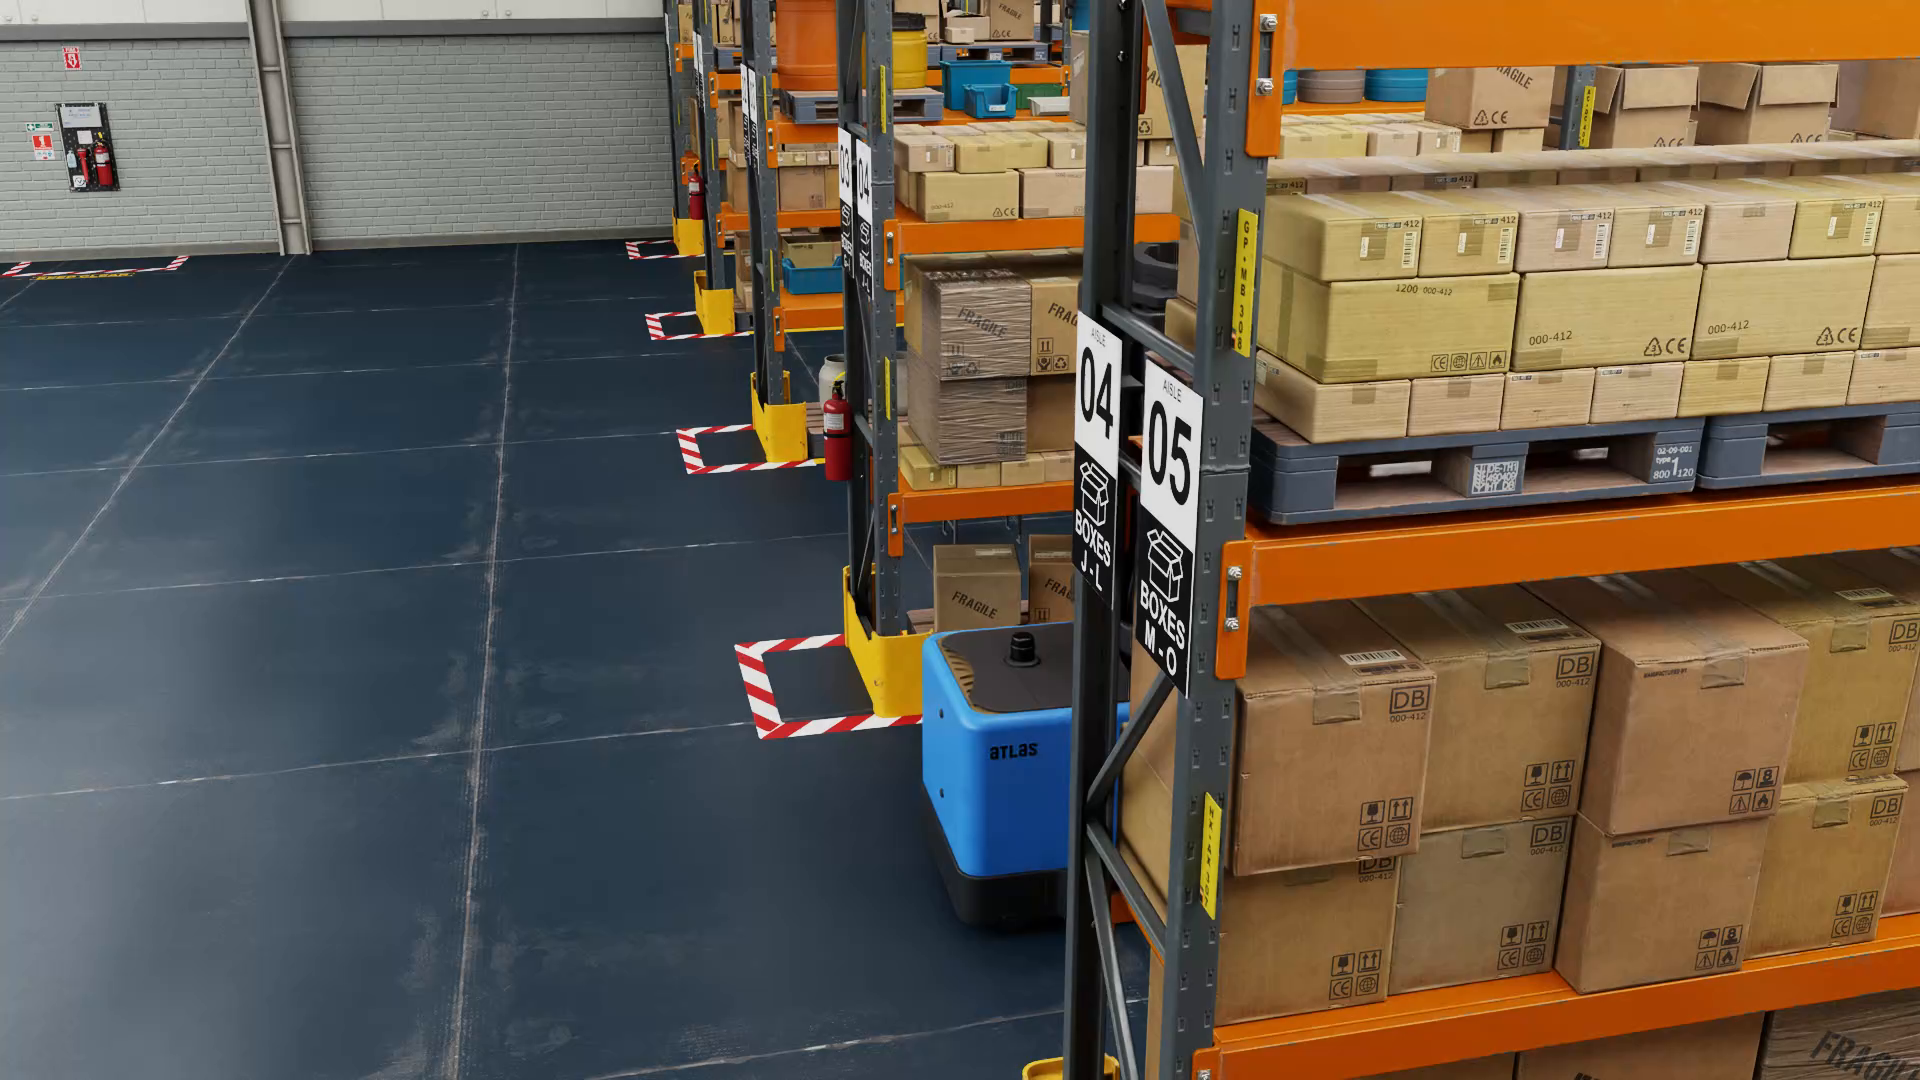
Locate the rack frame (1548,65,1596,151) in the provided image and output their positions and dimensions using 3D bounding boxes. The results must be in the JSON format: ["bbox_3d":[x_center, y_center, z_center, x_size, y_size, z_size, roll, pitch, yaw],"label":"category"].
[{"bbox_3d":[3.379,-3.721,9.388,0.127,3.000,1.000,-5,21,-12],"label":"rack frame"}]

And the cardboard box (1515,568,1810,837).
[{"bbox_3d":[1.990,0.414,5.035,0.550,0.550,0.875,-5,21,-12],"label":"cardboard box"}]

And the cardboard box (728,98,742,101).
[{"bbox_3d":[-2.916,-5.825,22.954,0.500,0.500,0.500,-5,21,-12],"label":"cardboard box"}]

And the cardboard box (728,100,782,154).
[{"bbox_3d":[-2.280,-4.596,18.469,0.500,0.500,0.700,-5,21,-12],"label":"cardboard box"}]

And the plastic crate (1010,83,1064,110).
[{"bbox_3d":[0.642,-3.837,14.375,0.450,0.188,0.336,-5,21,-12],"label":"plastic crate"}]

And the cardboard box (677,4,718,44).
[{"bbox_3d":[-3.550,-6.969,22.442,0.500,0.500,0.500,-4,21,-11],"label":"cardboard box"}]

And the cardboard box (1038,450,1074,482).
[{"bbox_3d":[0.552,-0.467,9.593,0.250,0.149,0.380,-5,21,-12],"label":"cardboard box"}]

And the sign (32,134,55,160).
[{"bbox_3d":[-12.265,-5.256,22.250,0.234,0.329,0.001,-5,21,-12],"label":"sign"}]

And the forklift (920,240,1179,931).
[{"bbox_3d":[1.376,0.130,7.699,3.031,2.935,1.130,-4,21,-12],"label":"forklift"}]

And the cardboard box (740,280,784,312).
[{"bbox_3d":[-2.216,-2.777,18.922,0.500,0.250,0.500,-5,21,-12],"label":"cardboard box"}]

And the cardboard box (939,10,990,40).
[{"bbox_3d":[0.027,-5.855,18.892,0.500,0.311,0.500,-6,21,-15],"label":"cardboard box"}]

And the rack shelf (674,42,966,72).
[{"bbox_3d":[-1.986,-6.790,23.175,4.000,0.370,1.077,-5,21,-12],"label":"rack shelf"}]

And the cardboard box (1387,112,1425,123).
[{"bbox_3d":[2.749,-2.462,9.953,0.250,0.149,0.380,-6,21,-15],"label":"cardboard box"}]

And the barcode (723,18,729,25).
[{"bbox_3d":[-2.607,-5.770,18.499,0.075,0.075,0.001,-5,21,-12],"label":"barcode"}]

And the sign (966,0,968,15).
[{"bbox_3d":[0.092,-7.348,22.900,0.005,0.325,0.100,-5,21,-12],"label":"sign"}]

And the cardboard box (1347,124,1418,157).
[{"bbox_3d":[2.362,-2.237,9.337,0.250,0.149,0.380,-5,21,-14],"label":"cardboard box"}]

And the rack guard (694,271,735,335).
[{"bbox_3d":[-2.813,-2.728,19.034,0.348,0.500,1.175,-5,21,-12],"label":"rack guard"}]

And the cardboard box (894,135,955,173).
[{"bbox_3d":[-0.192,-2.057,8.845,0.250,0.149,0.380,-5,21,-13],"label":"cardboard box"}]

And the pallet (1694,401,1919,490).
[{"bbox_3d":[2.439,-0.446,4.938,1.213,0.211,1.003,-5,21,-12],"label":"pallet"}]

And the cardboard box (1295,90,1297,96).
[{"bbox_3d":[4.877,-6.735,24.642,0.500,0.250,0.500,-5,21,-13],"label":"cardboard box"}]

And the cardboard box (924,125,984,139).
[{"bbox_3d":[-0.035,-2.220,9.291,0.250,0.149,0.380,-5,21,-14],"label":"cardboard box"}]

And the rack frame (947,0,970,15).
[{"bbox_3d":[-0.040,-8.695,22.967,0.127,3.000,1.000,-5,21,-12],"label":"rack frame"}]

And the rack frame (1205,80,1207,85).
[{"bbox_3d":[2.240,-2.561,14.946,0.127,3.000,1.000,-5,21,-12],"label":"rack frame"}]

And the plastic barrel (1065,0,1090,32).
[{"bbox_3d":[1.246,-4.360,14.155,0.708,0.901,0.600,-5,21,-12],"label":"plastic barrel"}]

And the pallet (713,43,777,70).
[{"bbox_3d":[-2.095,-5.317,18.237,1.213,0.211,1.003,-5,21,-12],"label":"pallet"}]

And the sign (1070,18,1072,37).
[{"bbox_3d":[1.233,-5.723,18.348,0.005,0.325,0.100,-5,21,-12],"label":"sign"}]

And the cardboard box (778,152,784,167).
[{"bbox_3d":[-2.101,-4.236,18.428,0.250,0.149,0.380,-5,21,-14],"label":"cardboard box"}]

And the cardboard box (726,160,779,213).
[{"bbox_3d":[-2.332,-3.983,18.681,0.500,0.500,0.700,-5,21,-12],"label":"cardboard box"}]

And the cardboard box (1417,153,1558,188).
[{"bbox_3d":[1.524,-1.029,4.851,0.250,0.149,0.380,-4,21,-12],"label":"cardboard box"}]

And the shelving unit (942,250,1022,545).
[{"bbox_3d":[0.161,-0.999,11.989,0.503,2.100,0.431,-5,21,-12],"label":"shelving unit"}]

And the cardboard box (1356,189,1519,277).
[{"bbox_3d":[1.172,-0.767,4.137,0.250,0.149,0.380,-5,21,-12],"label":"cardboard box"}]

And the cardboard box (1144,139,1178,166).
[{"bbox_3d":[1.082,-2.148,9.095,0.250,0.149,0.380,-6,21,-15],"label":"cardboard box"}]

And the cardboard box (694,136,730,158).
[{"bbox_3d":[-3.385,-5.432,22.972,0.500,0.250,0.500,-5,21,-14],"label":"cardboard box"}]

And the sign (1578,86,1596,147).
[{"bbox_3d":[3.512,-2.374,9.321,0.005,0.325,0.100,-5,21,-12],"label":"sign"}]

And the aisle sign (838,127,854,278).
[{"bbox_3d":[-0.643,-1.903,9.370,0.004,0.787,0.394,-5,21,-12],"label":"aisle sign"}]

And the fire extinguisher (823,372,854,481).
[{"bbox_3d":[-0.731,-0.696,9.966,0.183,0.674,0.296,-5,21,-12],"label":"fire extinguisher"}]

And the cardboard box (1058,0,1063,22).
[{"bbox_3d":[1.711,-7.644,23.705,0.500,0.500,0.500,-5,21,-14],"label":"cardboard box"}]

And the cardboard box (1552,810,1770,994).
[{"bbox_3d":[1.984,0.913,5.243,0.550,0.550,0.875,-5,21,-12],"label":"cardboard box"}]

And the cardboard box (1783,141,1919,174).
[{"bbox_3d":[2.752,-1.128,5.123,0.250,0.149,0.380,-5,21,-13],"label":"cardboard box"}]

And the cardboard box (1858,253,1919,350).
[{"bbox_3d":[2.532,-0.713,4.569,0.500,0.250,0.500,-5,21,-13],"label":"cardboard box"}]

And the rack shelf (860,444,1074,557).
[{"bbox_3d":[1.433,-0.407,10.112,4.000,0.370,1.077,-5,21,-12],"label":"rack shelf"}]

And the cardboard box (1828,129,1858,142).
[{"bbox_3d":[5.758,-2.522,10.695,0.500,0.250,0.500,-4,21,-11],"label":"cardboard box"}]

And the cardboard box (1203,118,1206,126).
[{"bbox_3d":[1.489,-2.359,9.670,0.250,0.149,0.380,-4,21,-11],"label":"cardboard box"}]

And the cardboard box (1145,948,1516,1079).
[{"bbox_3d":[1.174,1.806,5.502,0.875,0.875,0.875,-5,21,-12],"label":"cardboard box"}]

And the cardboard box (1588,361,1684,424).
[{"bbox_3d":[1.675,-0.433,4.385,0.250,0.149,0.380,-4,21,-12],"label":"cardboard box"}]

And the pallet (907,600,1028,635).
[{"bbox_3d":[0.359,0.664,10.195,1.213,0.211,1.003,-5,21,-12],"label":"pallet"}]

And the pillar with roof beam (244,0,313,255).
[{"bbox_3d":[-8.299,-6.807,17.814,0.400,9.000,9.100,-5,21,-12],"label":"pillar with roof beam"}]

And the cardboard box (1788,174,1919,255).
[{"bbox_3d":[2.414,-0.868,4.413,0.250,0.149,0.380,-4,21,-12],"label":"cardboard box"}]

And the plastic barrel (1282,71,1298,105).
[{"bbox_3d":[2.685,-4.318,14.652,0.708,0.901,0.600,-5,21,-12],"label":"plastic barrel"}]

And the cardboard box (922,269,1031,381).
[{"bbox_3d":[0.085,-1.195,9.185,0.500,0.500,0.500,-5,21,-12],"label":"cardboard box"}]

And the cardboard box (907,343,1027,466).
[{"bbox_3d":[0.028,-0.808,9.581,0.500,0.500,0.875,-5,21,-12],"label":"cardboard box"}]
